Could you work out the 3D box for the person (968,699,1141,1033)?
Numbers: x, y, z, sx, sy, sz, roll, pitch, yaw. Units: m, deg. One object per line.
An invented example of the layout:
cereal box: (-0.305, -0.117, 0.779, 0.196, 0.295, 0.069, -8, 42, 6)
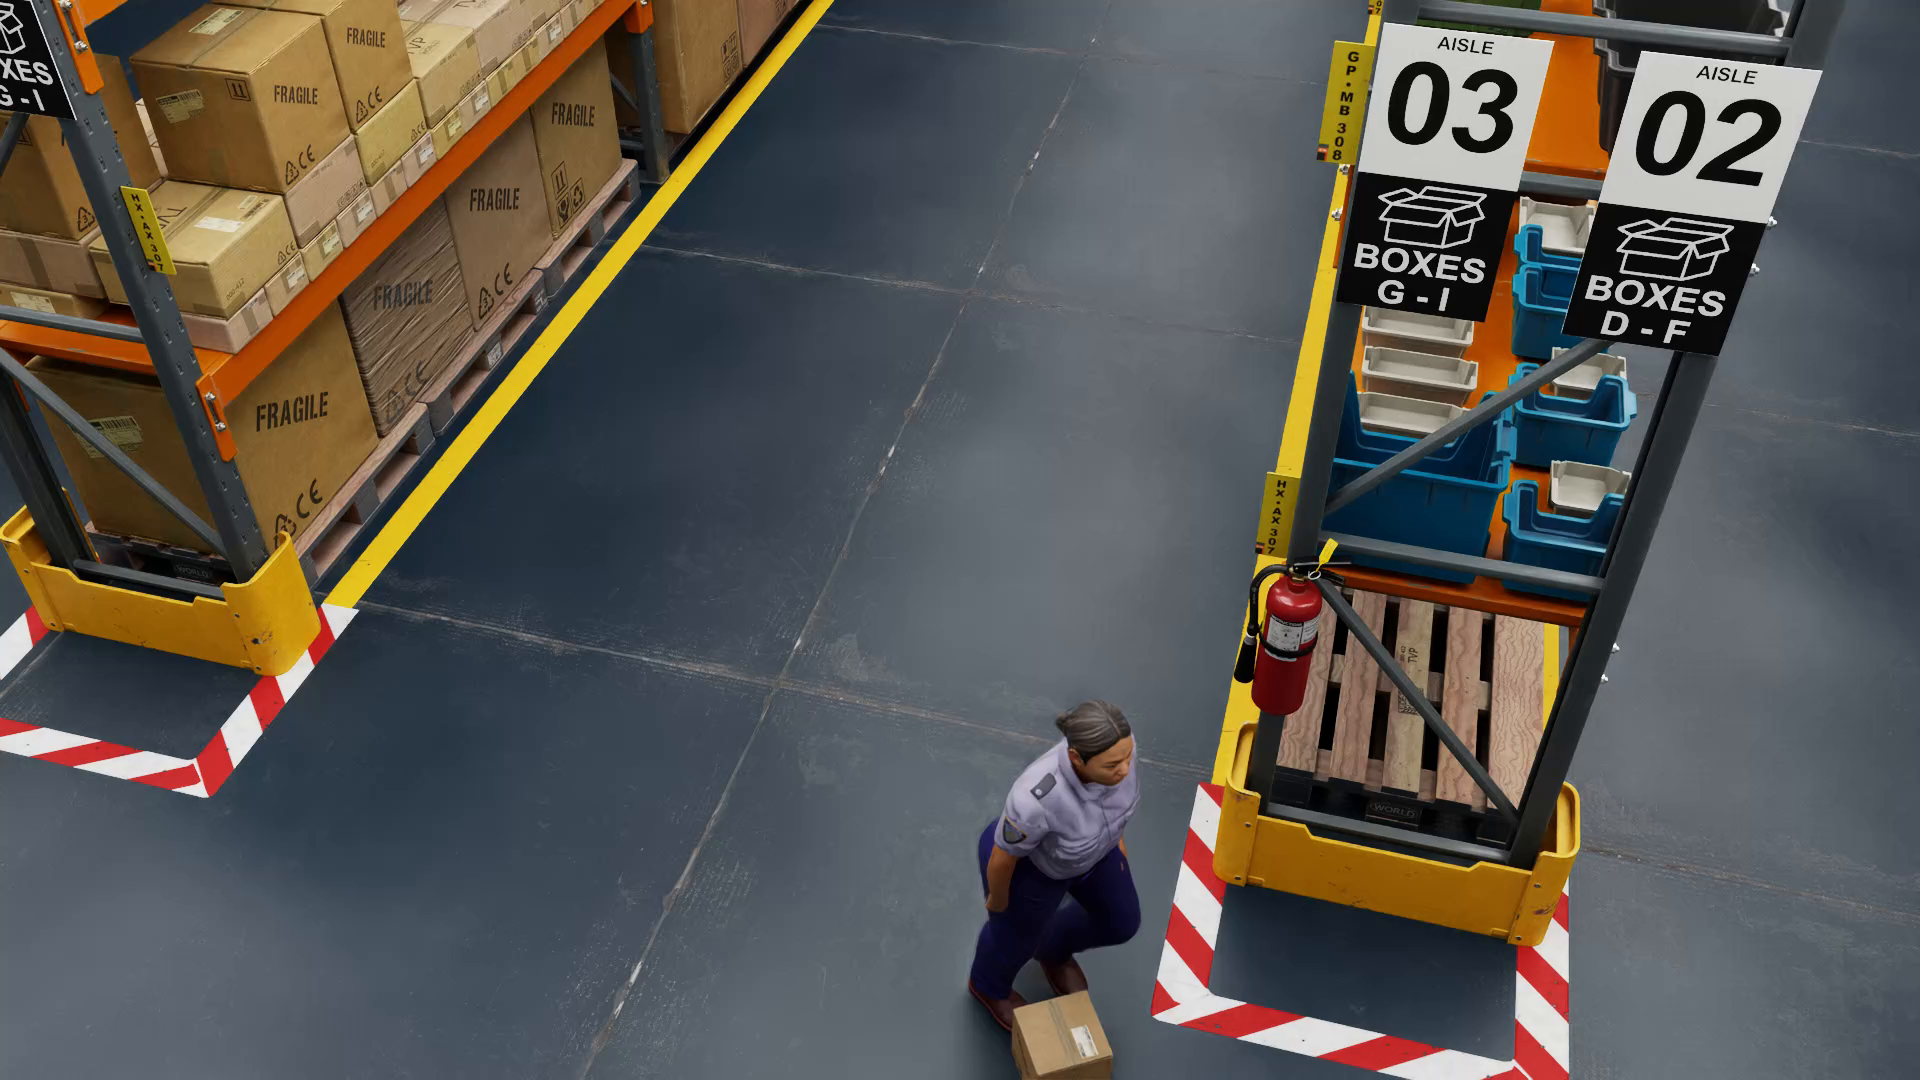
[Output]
person: (0.283, 0.984, 5.046, 0.504, 1.616, 0.521, -31, 50, -30)
